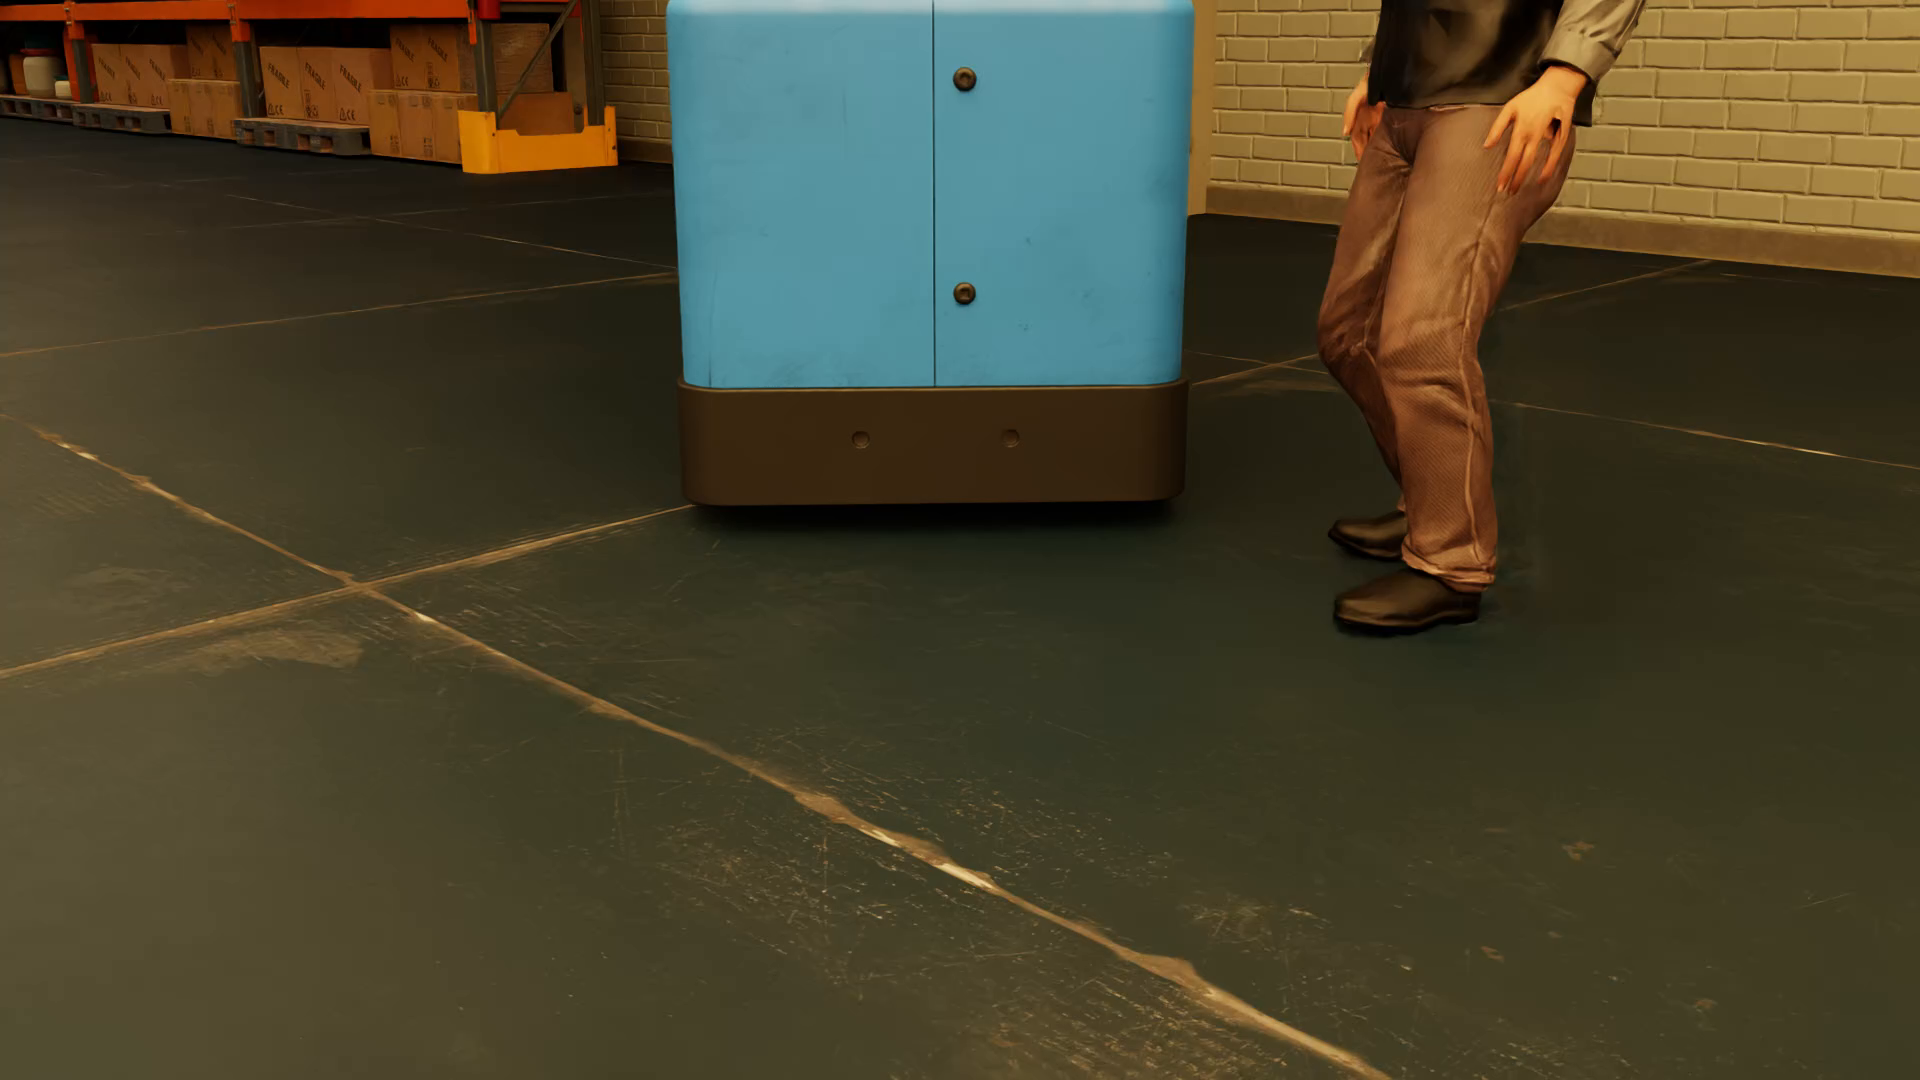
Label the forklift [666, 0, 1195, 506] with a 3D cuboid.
[{"bbox_3d":[-0.112,-1.850,4.422,1.130,2.935,3.031,-1,17,-2],"label":"forklift"}]

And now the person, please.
[{"bbox_3d":[0.851,-0.729,2.929,0.482,1.688,0.814,-2,17,-7],"label":"person"}]
